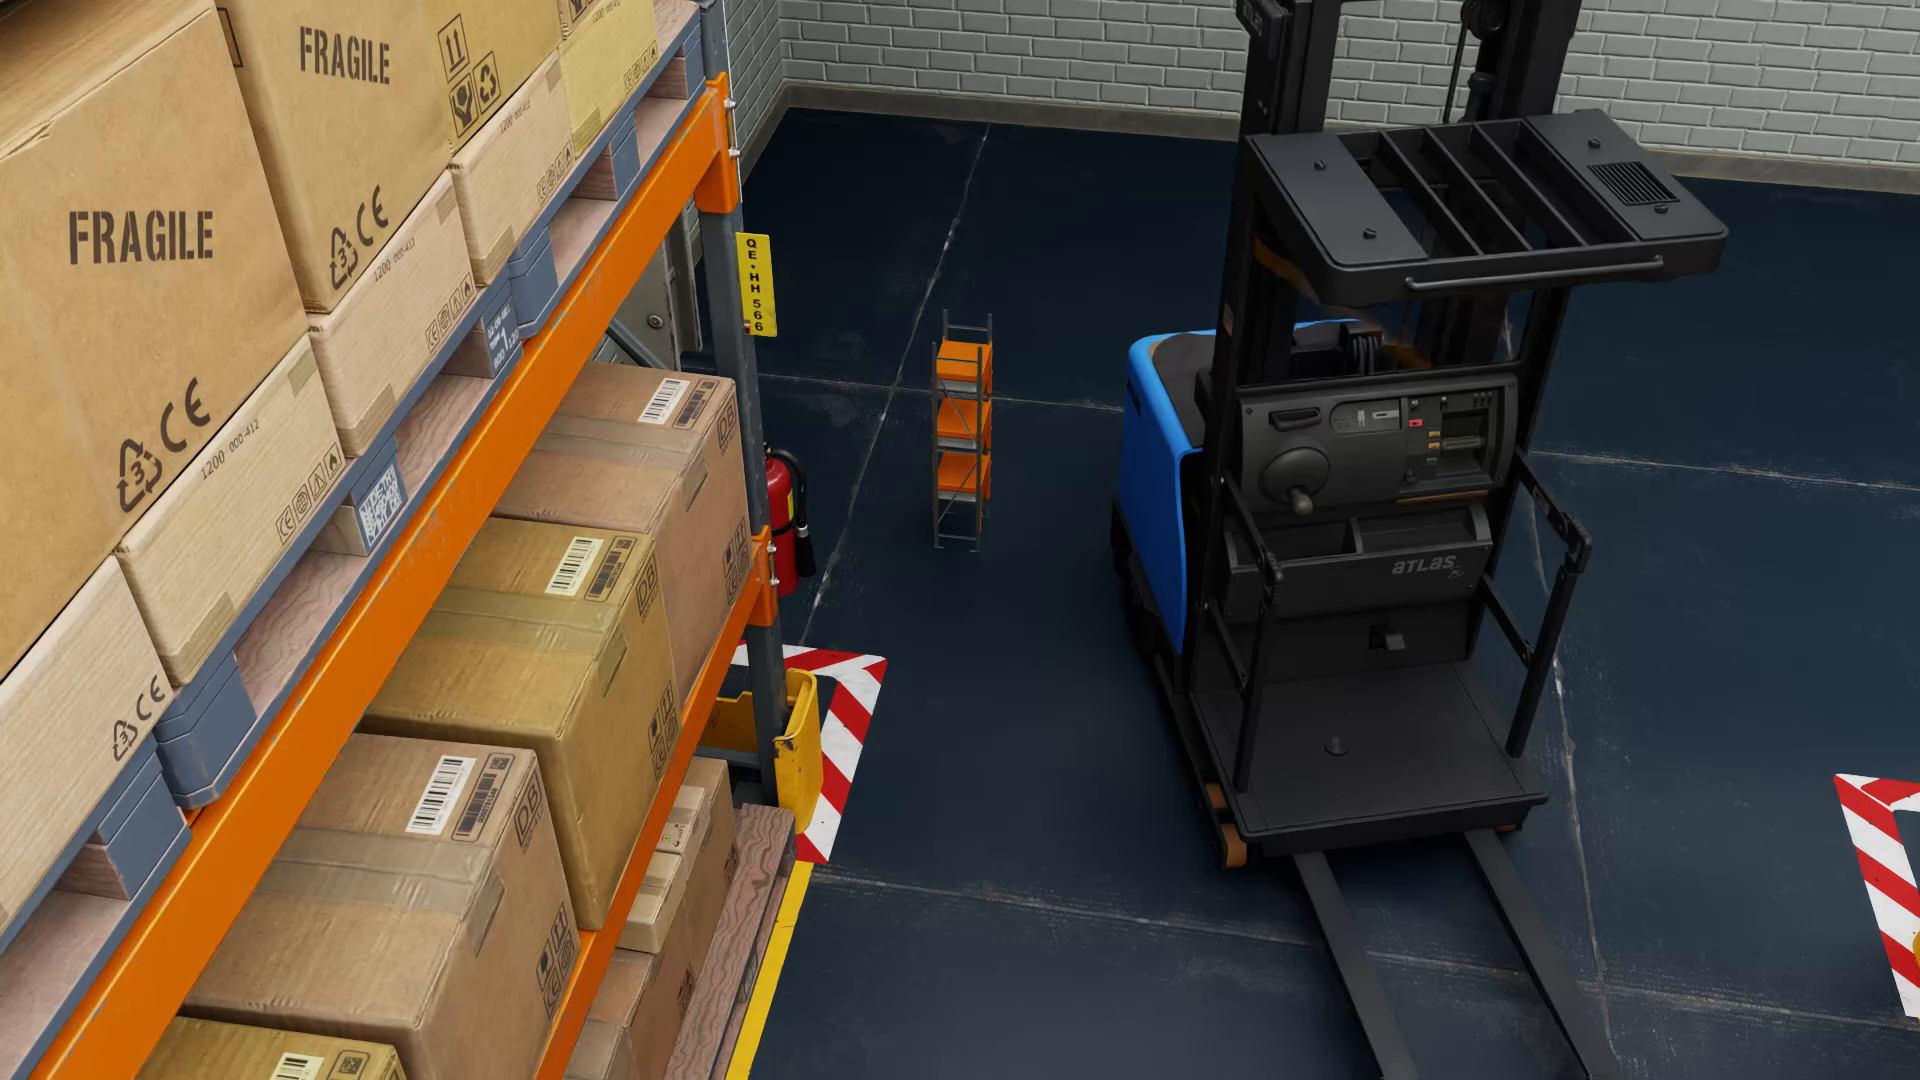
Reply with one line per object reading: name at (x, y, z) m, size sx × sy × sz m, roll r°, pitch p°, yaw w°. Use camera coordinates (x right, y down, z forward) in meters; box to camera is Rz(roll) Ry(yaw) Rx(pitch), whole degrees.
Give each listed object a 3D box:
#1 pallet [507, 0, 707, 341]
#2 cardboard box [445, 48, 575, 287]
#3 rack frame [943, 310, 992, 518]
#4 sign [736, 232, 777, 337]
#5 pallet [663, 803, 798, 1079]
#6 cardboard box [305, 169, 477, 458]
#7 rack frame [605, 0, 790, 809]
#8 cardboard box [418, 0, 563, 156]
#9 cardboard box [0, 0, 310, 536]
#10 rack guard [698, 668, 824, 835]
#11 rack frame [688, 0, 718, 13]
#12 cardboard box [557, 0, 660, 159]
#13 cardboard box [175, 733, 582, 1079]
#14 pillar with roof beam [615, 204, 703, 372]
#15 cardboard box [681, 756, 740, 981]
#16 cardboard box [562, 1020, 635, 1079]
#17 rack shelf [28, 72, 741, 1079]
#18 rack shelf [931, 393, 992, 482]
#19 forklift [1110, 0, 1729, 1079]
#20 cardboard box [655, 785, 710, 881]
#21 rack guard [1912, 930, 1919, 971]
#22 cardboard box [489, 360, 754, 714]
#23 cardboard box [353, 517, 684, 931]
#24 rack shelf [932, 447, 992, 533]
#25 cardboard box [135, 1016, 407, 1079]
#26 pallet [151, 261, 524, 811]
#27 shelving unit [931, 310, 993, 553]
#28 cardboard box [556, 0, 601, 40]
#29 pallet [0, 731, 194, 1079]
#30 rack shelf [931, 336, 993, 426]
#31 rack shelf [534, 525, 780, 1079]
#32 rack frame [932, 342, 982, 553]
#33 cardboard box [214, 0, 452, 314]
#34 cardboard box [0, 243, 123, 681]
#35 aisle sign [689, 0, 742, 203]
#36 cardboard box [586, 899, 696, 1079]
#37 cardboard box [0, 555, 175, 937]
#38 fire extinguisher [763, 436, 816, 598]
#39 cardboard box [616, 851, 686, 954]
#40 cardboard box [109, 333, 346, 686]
pallet at (-1.223, -0.899, 3.699) m, size 1.003 × 0.211 × 1.213 m, roll 6°, pitch 40°, yaw 8°
cardboard box at (-1.060, -0.727, 3.131) m, size 0.500 × 0.250 × 0.500 m, roll 5°, pitch 40°, yaw 6°
rack frame at (0.030, -0.515, 7.049) m, size 0.200 × 1.050 × 0.008 m, roll 6°, pitch 40°, yaw 8°
sign at (-0.573, -0.713, 4.664) m, size 0.100 × 0.325 × 0.005 m, roll 6°, pitch 40°, yaw 8°
pallet at (-1.167, 1.341, 5.463) m, size 1.003 × 0.211 × 1.213 m, roll 6°, pitch 40°, yaw 8°
cardboard box at (-1.145, -0.400, 2.736) m, size 0.500 × 0.250 × 0.500 m, roll 5°, pitch 40°, yaw 6°
rack frame at (-1.105, -0.244, 5.191) m, size 1.000 × 3.000 × 0.127 m, roll 6°, pitch 40°, yaw 8°
cardboard box at (-1.061, -1.030, 2.908) m, size 0.500 × 0.500 × 0.500 m, roll 8°, pitch 40°, yaw 9°
cardboard box at (-1.235, -0.372, 2.113) m, size 0.500 × 0.500 × 0.500 m, roll 7°, pitch 40°, yaw 8°
rack guard at (-1.101, 0.704, 6.006) m, size 1.175 × 0.500 × 0.348 m, roll 6°, pitch 40°, yaw 8°
rack frame at (-1.105, -2.556, 3.280) m, size 1.000 × 3.000 × 0.127 m, roll 6°, pitch 40°, yaw 8°
cardboard box at (-0.971, -1.054, 3.526) m, size 0.500 × 0.250 × 0.500 m, roll 8°, pitch 40°, yaw 9°
cardboard box at (-1.440, 0.897, 3.576) m, size 0.980 × 0.700 × 0.700 m, roll 5°, pitch 40°, yaw 6°
pillar with roof beam at (2.750, -3.872, 4.871) m, size 9.100 × 9.000 × 0.400 m, roll 6°, pitch 40°, yaw 8°
cardboard box at (-1.128, 1.008, 5.309) m, size 0.700 × 0.500 × 0.500 m, roll 6°, pitch 40°, yaw 8°
cardboard box at (-1.301, 1.637, 4.548) m, size 0.700 × 0.500 × 0.500 m, roll 5°, pitch 40°, yaw 6°
rack shelf at (-1.451, 0.132, 2.947) m, size 1.077 × 0.370 × 4.000 m, roll 6°, pitch 40°, yaw 8°
rack shelf at (0.009, -0.430, 6.963) m, size 0.215 × 0.259 × 0.240 m, roll 6°, pitch 40°, yaw 8°
forklift at (1.394, -0.227, 5.225) m, size 1.130 × 2.935 × 3.031 m, roll -6°, pitch 40°, yaw -7°
cardboard box at (-0.971, 0.858, 4.981) m, size 0.380 × 0.149 × 0.250 m, roll 6°, pitch 40°, yaw 7°
rack guard at (3.761, 1.311, 5.272) m, size 1.175 × 0.500 × 0.348 m, roll 6°, pitch 40°, yaw 8°
cardboard box at (-1.184, -0.039, 4.707) m, size 0.980 × 0.700 × 0.700 m, roll 8°, pitch 40°, yaw 10°
cardboard box at (-1.299, 0.419, 4.154) m, size 0.980 × 0.700 × 0.700 m, roll 6°, pitch 40°, yaw 7°
rack shelf at (0.009, -0.216, 7.140) m, size 0.215 × 0.259 × 0.240 m, roll 6°, pitch 40°, yaw 8°
cardboard box at (-1.556, 1.354, 3.023) m, size 0.980 × 0.700 × 0.700 m, roll 5°, pitch 40°, yaw 7°
pallet at (-1.432, -0.132, 2.771) m, size 1.003 × 0.211 × 1.213 m, roll 6°, pitch 40°, yaw 8°
shelving unit at (0.009, -0.438, 6.956) m, size 0.215 × 1.050 × 0.252 m, roll 6°, pitch 40°, yaw 8°
cardboard box at (-0.963, -1.343, 3.287) m, size 0.500 × 0.500 × 0.500 m, roll 6°, pitch 40°, yaw 8°
pallet at (-1.646, 0.632, 1.847) m, size 1.003 × 0.211 × 1.213 m, roll 6°, pitch 40°, yaw 8°
rack shelf at (0.009, -0.649, 6.782) m, size 0.215 × 0.259 × 0.240 m, roll 6°, pitch 40°, yaw 8°
rack shelf at (-1.451, 1.288, 3.903) m, size 1.077 × 0.370 × 4.000 m, roll 6°, pitch 40°, yaw 8°
rack frame at (-0.012, -0.362, 6.863) m, size 0.200 × 1.050 × 0.008 m, roll 6°, pitch 40°, yaw 8°
cardboard box at (-1.143, -0.701, 2.511) m, size 0.500 × 0.500 × 0.500 m, roll 5°, pitch 40°, yaw 6°
cardboard box at (-1.315, -0.061, 1.737) m, size 0.500 × 0.500 × 0.500 m, roll 6°, pitch 40°, yaw 7°
aisle sign at (-0.797, -1.258, 4.378) m, size 0.394 × 0.787 × 0.004 m, roll 6°, pitch 40°, yaw 8°
cardboard box at (-1.214, 1.322, 4.930) m, size 0.700 × 0.500 × 0.500 m, roll 6°, pitch 40°, yaw 8°
cardboard box at (-1.316, 0.245, 1.956) m, size 0.500 × 0.250 × 0.500 m, roll 6°, pitch 40°, yaw 7°
fire extinguisher at (-0.625, -0.115, 5.388) m, size 0.296 × 0.674 × 0.183 m, roll 6°, pitch 40°, yaw 8°
cardboard box at (-1.014, 1.019, 4.787) m, size 0.380 × 0.149 × 0.250 m, roll 7°, pitch 40°, yaw 9°
cardboard box at (-1.235, -0.078, 2.346) m, size 0.500 × 0.250 × 0.500 m, roll 5°, pitch 40°, yaw 6°
